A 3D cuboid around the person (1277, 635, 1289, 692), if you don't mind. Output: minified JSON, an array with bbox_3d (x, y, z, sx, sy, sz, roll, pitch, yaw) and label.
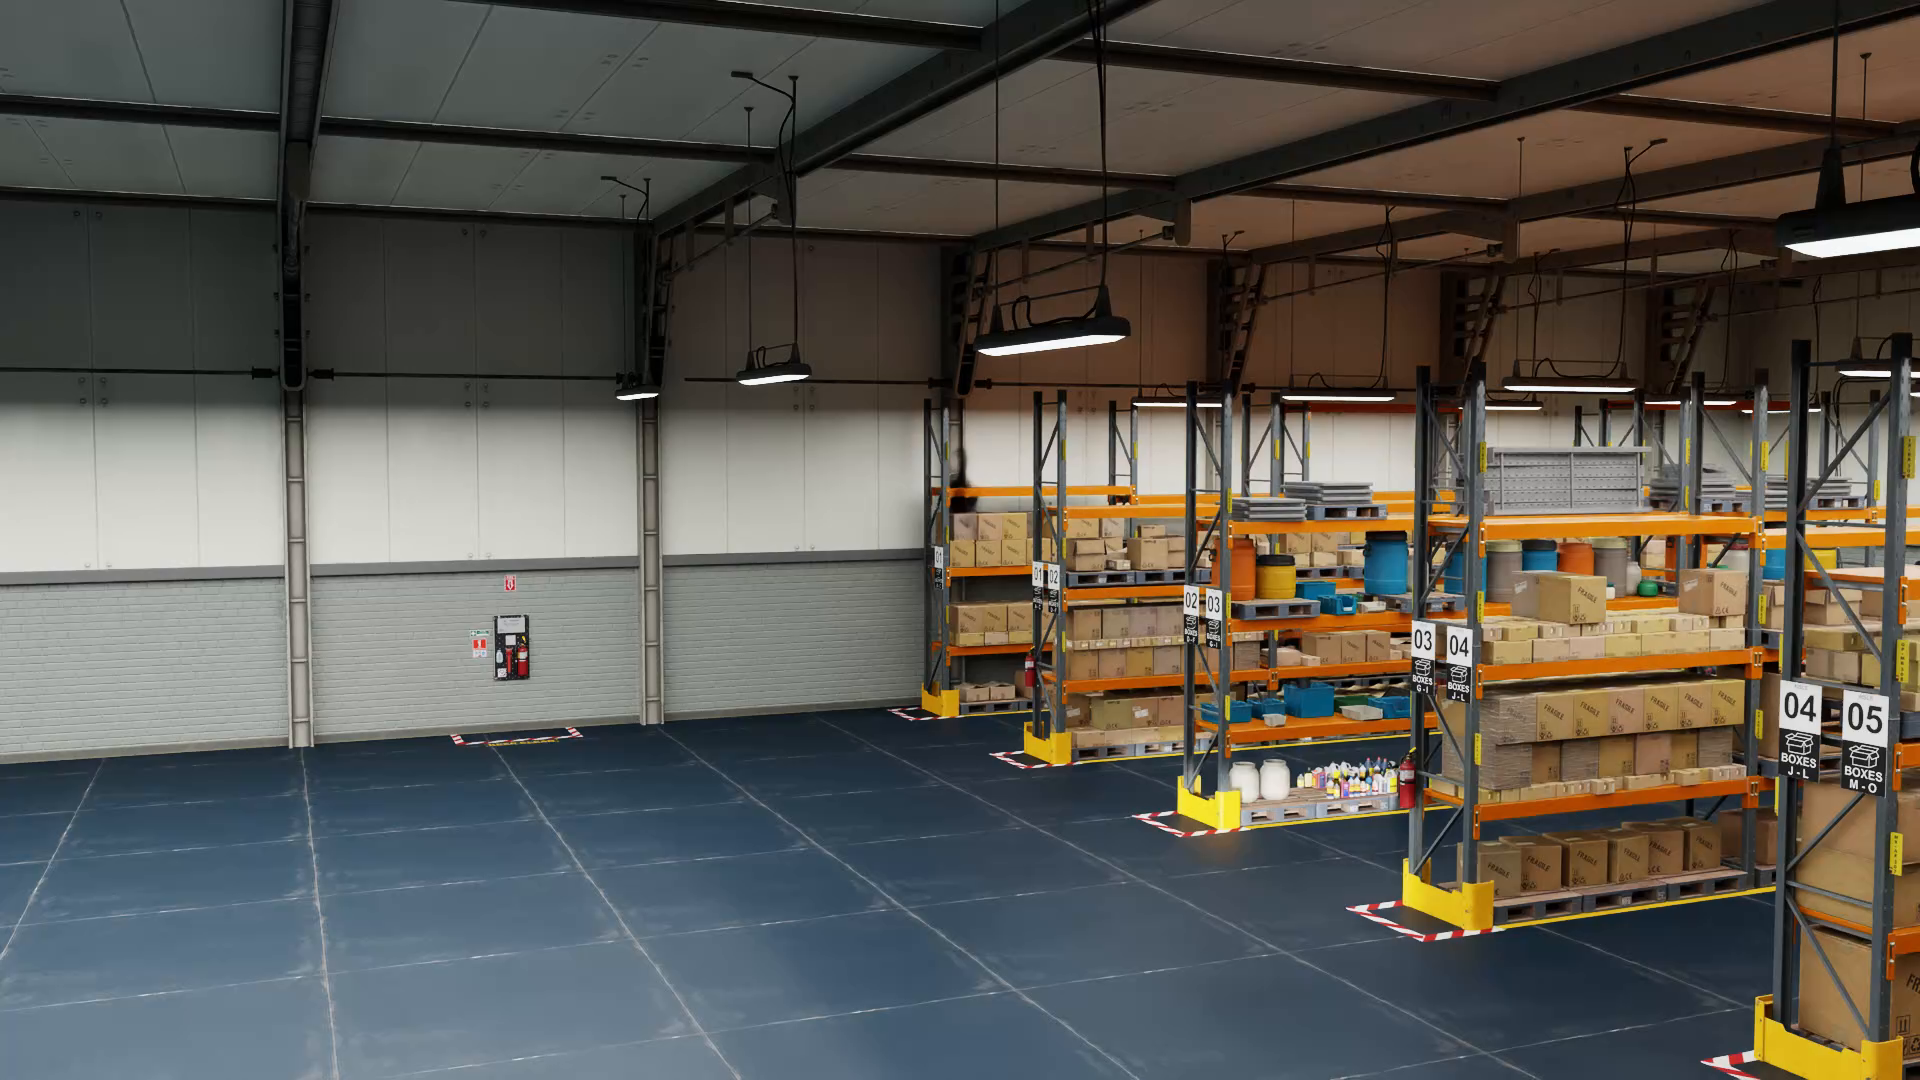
[{"bbox_3d":[6.009,2.561,30.902,0.800,1.604,0.549,-1,4,-18],"label":"person"}]

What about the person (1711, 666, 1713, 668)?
[{"bbox_3d":[15.988,2.237,34.814,0.718,1.764,0.694,-2,4,-30],"label":"person"}]
